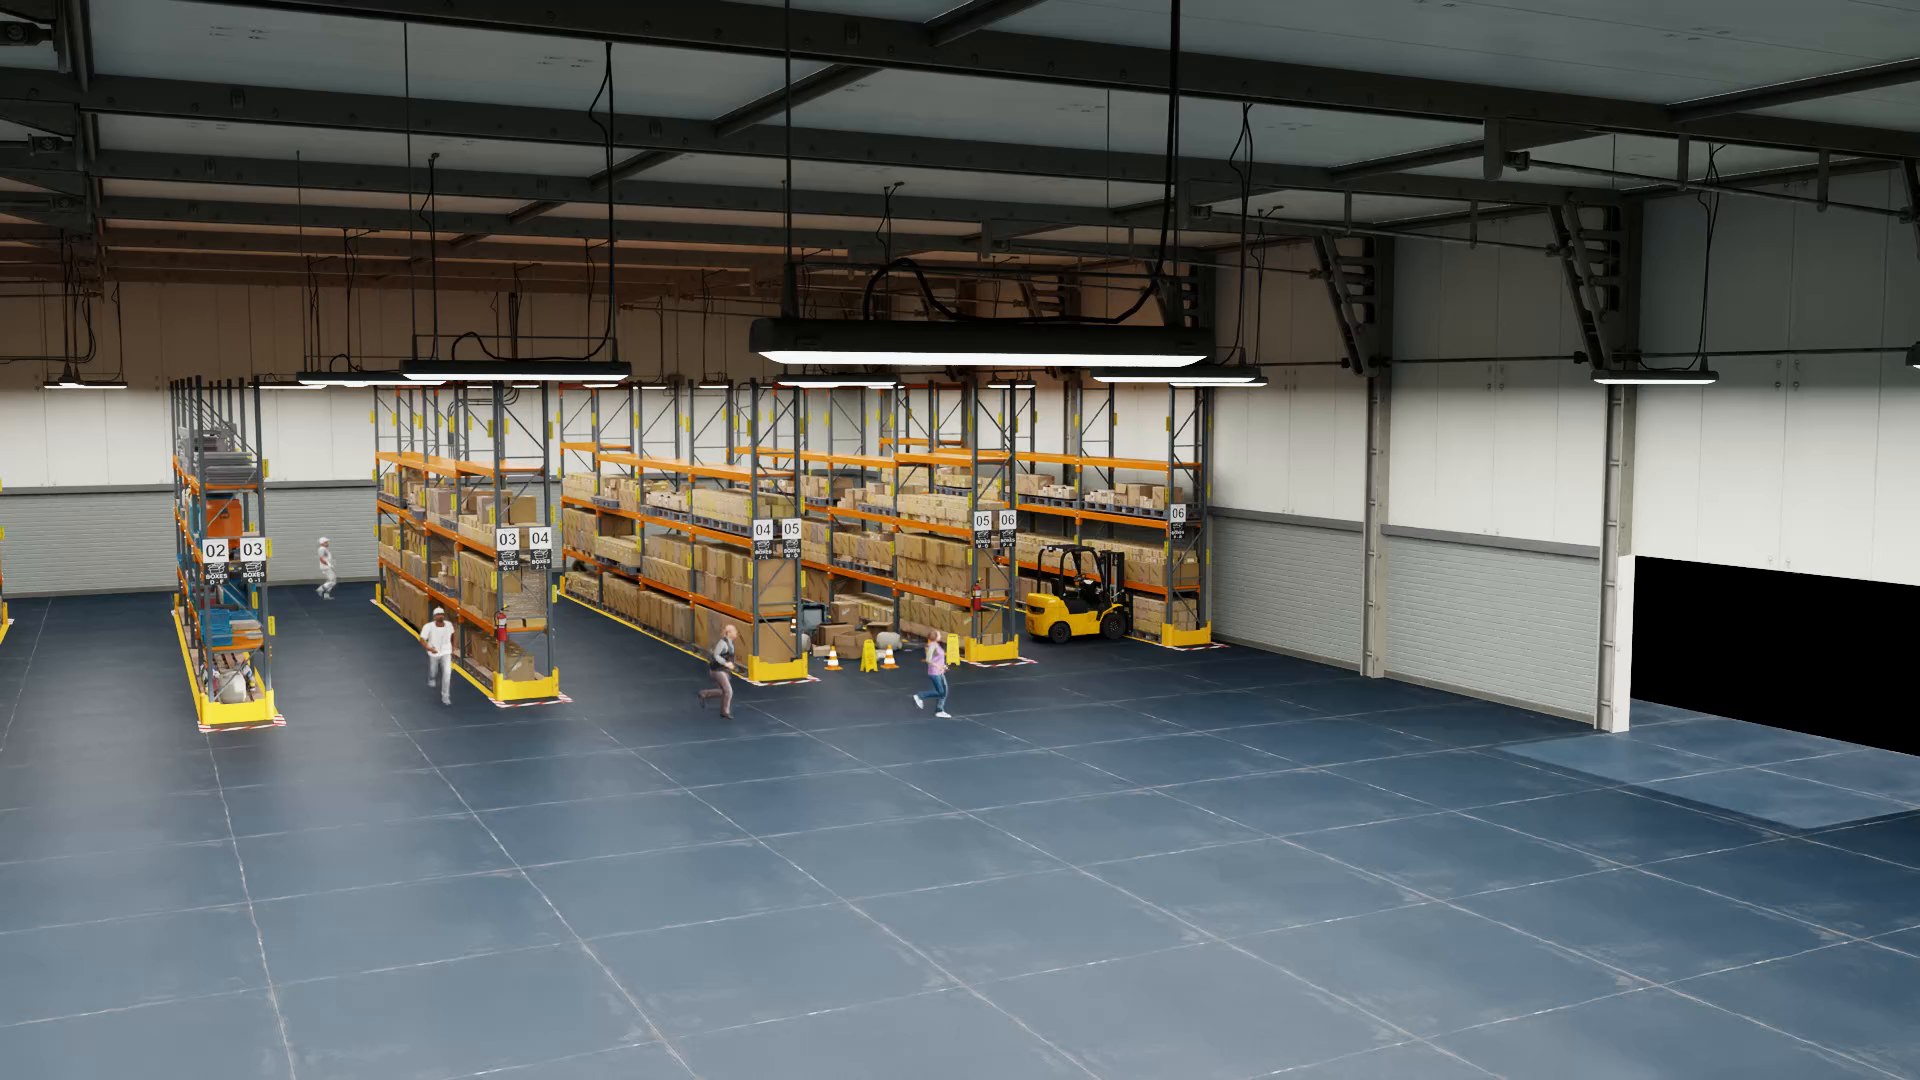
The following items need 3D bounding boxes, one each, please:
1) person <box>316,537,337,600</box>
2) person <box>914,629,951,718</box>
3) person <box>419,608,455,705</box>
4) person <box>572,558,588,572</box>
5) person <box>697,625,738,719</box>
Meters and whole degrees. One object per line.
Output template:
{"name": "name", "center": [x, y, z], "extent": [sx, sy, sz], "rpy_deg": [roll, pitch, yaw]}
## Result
{"name": "person", "center": [-17.407, 0.793, 45.673], "extent": [0.612, 1.736, 0.652], "rpy_deg": [-3, 6, -28]}
{"name": "person", "center": [-0.476, 2.348, 29.288], "extent": [0.651, 1.565, 0.536], "rpy_deg": [1, 5, 12]}
{"name": "person", "center": [-9.684, 2.127, 30.875], "extent": [0.670, 1.757, 1.099], "rpy_deg": [-2, 6, -26]}
{"name": "person", "center": [-11.174, 0.479, 49.030], "extent": [0.730, 1.831, 0.991], "rpy_deg": [5, 7, 45]}
{"name": "person", "center": [-4.260, 2.320, 29.165], "extent": [0.774, 1.686, 0.654], "rpy_deg": [1, 5, 14]}
